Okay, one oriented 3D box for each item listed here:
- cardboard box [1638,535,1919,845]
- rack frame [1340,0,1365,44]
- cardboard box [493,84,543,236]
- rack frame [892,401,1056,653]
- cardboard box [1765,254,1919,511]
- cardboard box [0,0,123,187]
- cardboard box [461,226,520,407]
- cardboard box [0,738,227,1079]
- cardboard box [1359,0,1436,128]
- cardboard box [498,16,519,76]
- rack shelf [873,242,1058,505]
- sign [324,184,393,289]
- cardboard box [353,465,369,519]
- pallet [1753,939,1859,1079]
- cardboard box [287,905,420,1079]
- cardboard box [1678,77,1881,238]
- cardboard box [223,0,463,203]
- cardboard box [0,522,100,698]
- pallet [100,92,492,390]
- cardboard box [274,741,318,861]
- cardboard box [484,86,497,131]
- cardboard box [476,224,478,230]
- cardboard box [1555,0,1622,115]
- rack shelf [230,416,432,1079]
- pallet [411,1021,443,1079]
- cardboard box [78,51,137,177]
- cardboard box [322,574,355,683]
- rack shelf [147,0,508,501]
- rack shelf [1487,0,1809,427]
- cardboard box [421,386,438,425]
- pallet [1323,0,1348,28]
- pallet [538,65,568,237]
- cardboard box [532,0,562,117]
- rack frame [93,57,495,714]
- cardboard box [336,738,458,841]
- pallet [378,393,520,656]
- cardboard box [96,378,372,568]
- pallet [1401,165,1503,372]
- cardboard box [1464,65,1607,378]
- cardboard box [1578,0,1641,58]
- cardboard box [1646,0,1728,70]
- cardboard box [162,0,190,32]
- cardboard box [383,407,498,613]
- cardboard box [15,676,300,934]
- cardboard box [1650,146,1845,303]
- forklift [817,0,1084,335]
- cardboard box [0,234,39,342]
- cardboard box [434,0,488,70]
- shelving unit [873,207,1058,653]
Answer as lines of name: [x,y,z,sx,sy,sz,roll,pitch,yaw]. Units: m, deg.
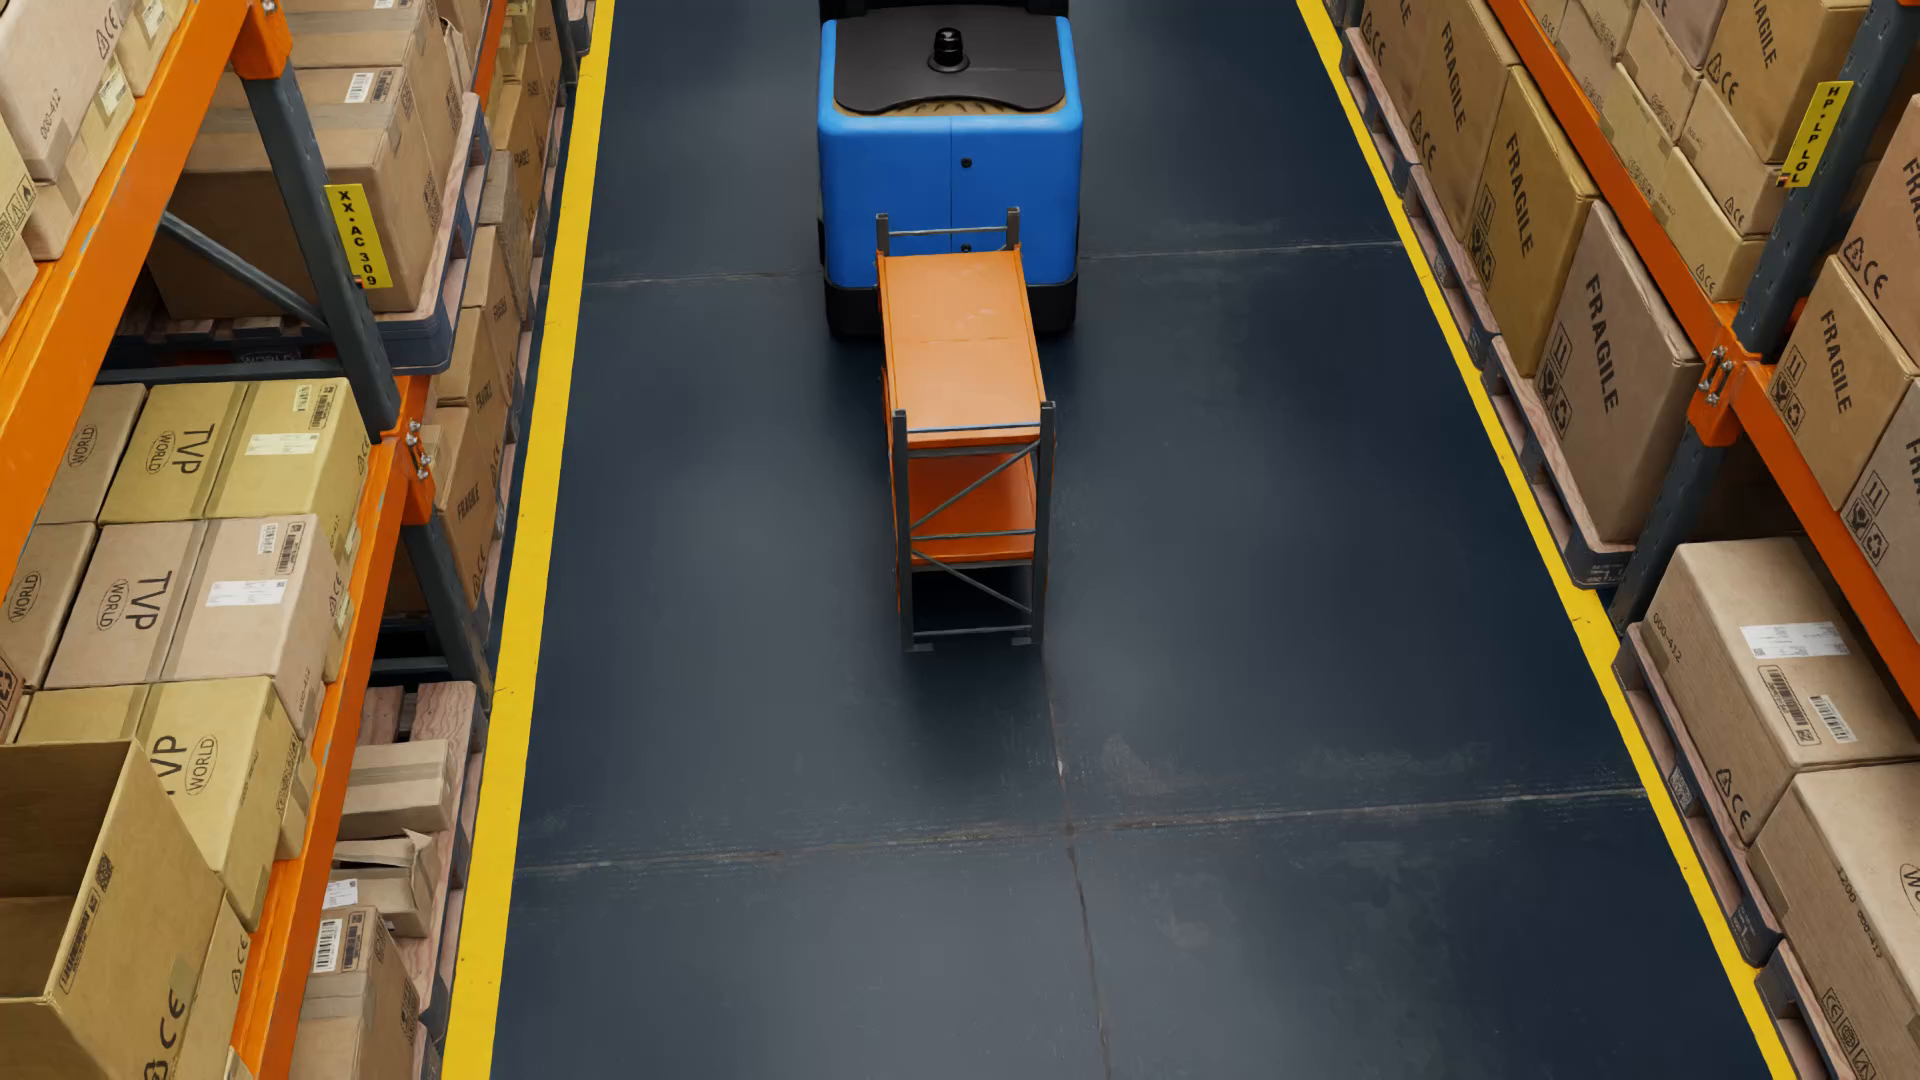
cardboard box: [2.783,0.441,5.241,0.875,0.438,0.875,-4,47,-4]
rack frame: [2.503,-3.650,7.641,1.000,3.000,0.127,-3,47,-3]
cardboard box: [-2.115,-1.596,7.128,0.500,0.500,0.500,-2,47,-2]
rack frame: [0.043,-0.014,5.489,0.500,1.125,0.032,-3,47,-3]
cardboard box: [2.616,-0.435,4.527,0.500,0.500,0.500,-2,47,-2]
cardboard box: [-1.764,-0.824,2.797,0.500,0.250,0.500,-5,47,-5]
cardboard box: [-2.016,-0.846,6.418,0.500,0.500,0.500,-5,47,-4]
cardboard box: [-1.669,0.704,2.899,0.500,0.500,0.500,-2,47,-2]
cardboard box: [2.478,-2.559,7.782,0.875,0.875,0.875,-4,47,-4]
cardboard box: [-2.117,-2.123,7.180,0.380,0.149,0.250,-5,47,-5]
rack shelf: [0.001,-0.583,5.624,0.538,0.278,1.000,-3,47,-3]
sign: [-1.568,-0.788,4.334,0.100,0.325,0.005,-3,47,-3]
cardboard box: [-1.830,-0.150,4.499,0.380,0.149,0.250,-3,47,-3]
pallet: [2.929,1.643,4.549,1.003,0.211,1.213,-3,47,-3]
cardboard box: [-1.850,1.337,4.350,0.700,0.500,0.500,-5,47,-5]
cardboard box: [2.559,-1.180,5.061,0.500,0.250,0.500,-4,47,-3]
cardboard box: [-1.969,-1.369,5.122,0.700,0.500,0.500,-3,47,-3]
cardboard box: [-2.287,0.235,3.860,0.500,0.250,0.500,-4,47,-4]
pallet: [-2.066,-0.970,5.235,1.003,0.211,1.213,-3,47,-3]
cardboard box: [-1.696,0.598,3.790,0.380,0.149,0.250,-4,47,-4]
cardboard box: [-2.119,-1.749,6.826,0.380,0.149,0.250,-4,47,-4]
cardboard box: [-2.045,-1.176,6.284,0.380,0.149,0.250,-2,47,-2]
cardboard box: [2.484,-1.748,5.943,0.500,0.250,0.500,-5,47,-4]
rack shelf: [-1.941,1.243,3.502,1.077,0.370,4.000,-3,47,-3]
pallet: [-1.946,1.889,4.316,1.003,0.211,1.213,-3,47,-3]
cardboard box: [-1.753,-0.782,3.032,0.380,0.149,0.250,-2,47,-2]
cardboard box: [-1.741,0.224,4.145,0.380,0.149,0.250,-2,47,-2]
rack shelf: [-2.276,-1.651,6.243,1.077,0.370,4.000,-3,47,-3]
rack shelf: [2.670,-1.956,6.532,1.077,0.370,4.000,-3,47,-3]
cardboard box: [-1.973,-0.431,5.578,0.380,0.149,0.250,-5,47,-4]
pallet: [2.439,-3.257,9.189,1.003,0.211,1.213,-3,47,-3]
pallet: [-2.418,-1.844,7.851,1.003,0.211,1.213,-3,47,-3]
cardboard box: [-2.193,-2.338,7.830,0.500,0.500,0.500,-2,47,-2]
rack frame: [-2.108,-0.452,4.612,1.000,3.000,0.127,-3,47,-3]
cardboard box: [-1.769,0.770,5.129,0.380,0.149,0.250,-5,47,-4]
pallet: [-2.214,-0.079,6.179,1.003,0.211,1.213,-3,47,-3]
cardboard box: [-1.822,-0.149,4.223,0.500,0.250,0.500,-2,47,-2]
pallet: [2.593,-1.236,7.275,1.003,0.211,1.213,-3,47,-3]
cardboard box: [2.623,-1.267,6.558,0.875,0.875,0.875,-2,47,-2]
cardboard box: [2.460,-1.916,5.758,0.500,0.250,0.500,-2,47,-2]
cardboard box: [2.500,-1.816,5.146,0.500,0.500,0.500,-3,47,-3]
cardboard box: [-1.784,-1.155,3.385,0.380,0.149,0.250,-4,47,-4]
cardboard box: [-1.924,-0.100,5.711,0.500,0.500,0.500,-2,47,-2]
cardboard box: [-1.737,0.575,3.538,0.500,0.250,0.500,-4,47,-4]
cardboard box: [2.549,-1.014,5.247,0.500,0.250,0.500,-4,47,-4]
forklift: [-0.077,-2.924,7.000,1.130,2.935,3.031,-1,47,-1]
cardboard box: [-1.743,-0.409,2.679,0.380,0.149,0.250,-2,47,-2]
cardboard box: [-2.035,-1.936,5.660,0.700,0.500,0.500,-4,47,-3]
shelving unit: [0.001,-0.382,5.837,0.538,1.125,1.048,-3,47,-3]
